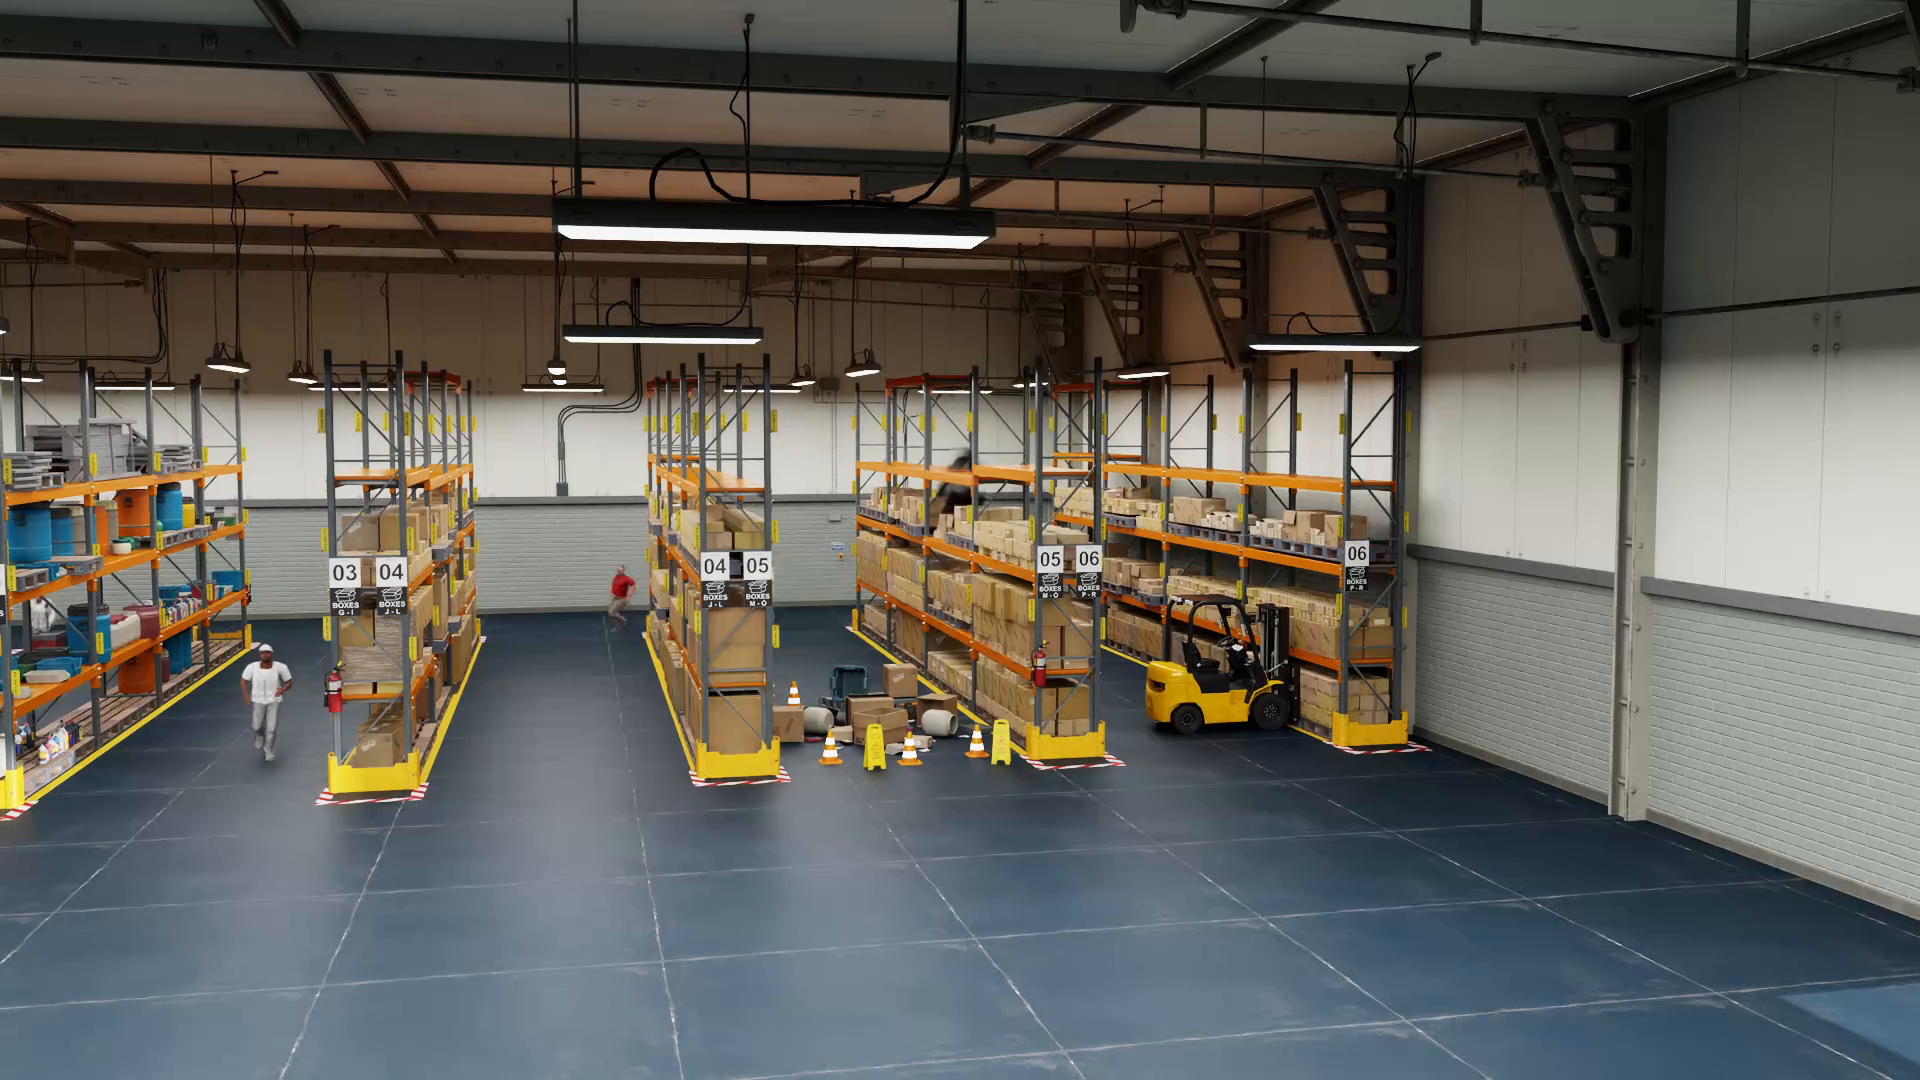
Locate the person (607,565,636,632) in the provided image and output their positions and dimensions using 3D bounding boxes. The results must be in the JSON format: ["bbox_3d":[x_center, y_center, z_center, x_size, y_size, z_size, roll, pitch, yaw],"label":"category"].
[{"bbox_3d":[-8.180,1.423,39.944,0.801,1.639,0.562,4,6,44],"label":"person"}]

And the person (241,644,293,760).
[{"bbox_3d":[-10.355,2.416,24.836,0.730,1.726,0.594,-1,4,-16],"label":"person"}]

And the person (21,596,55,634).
[{"bbox_3d":[-18.798,1.815,33.927,0.612,1.694,0.738,-2,4,-27],"label":"person"}]
